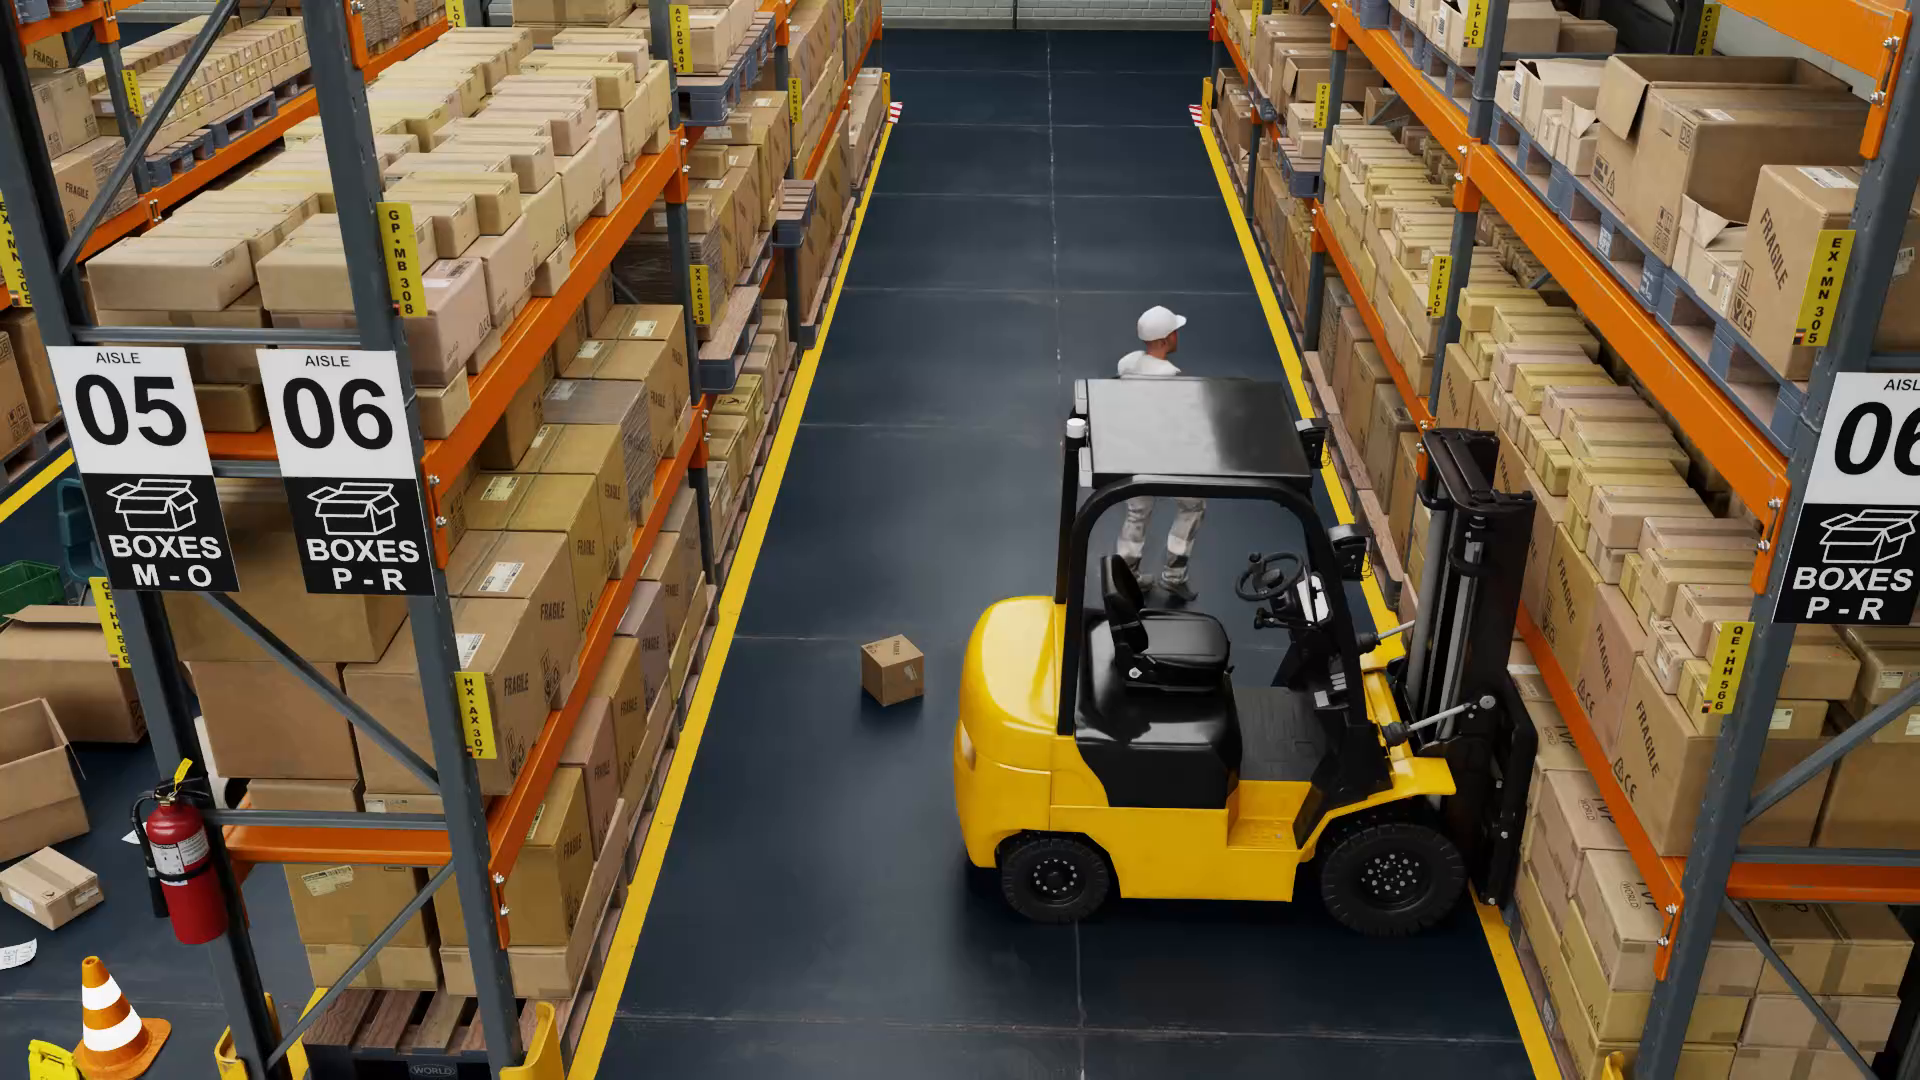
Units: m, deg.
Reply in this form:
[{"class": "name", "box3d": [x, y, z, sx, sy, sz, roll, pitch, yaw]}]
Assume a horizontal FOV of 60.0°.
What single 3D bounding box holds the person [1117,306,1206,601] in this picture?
[{"class": "person", "box3d": [1.134, -0.467, 9.485, 0.469, 1.842, 0.542, -20, 33, -33]}]
